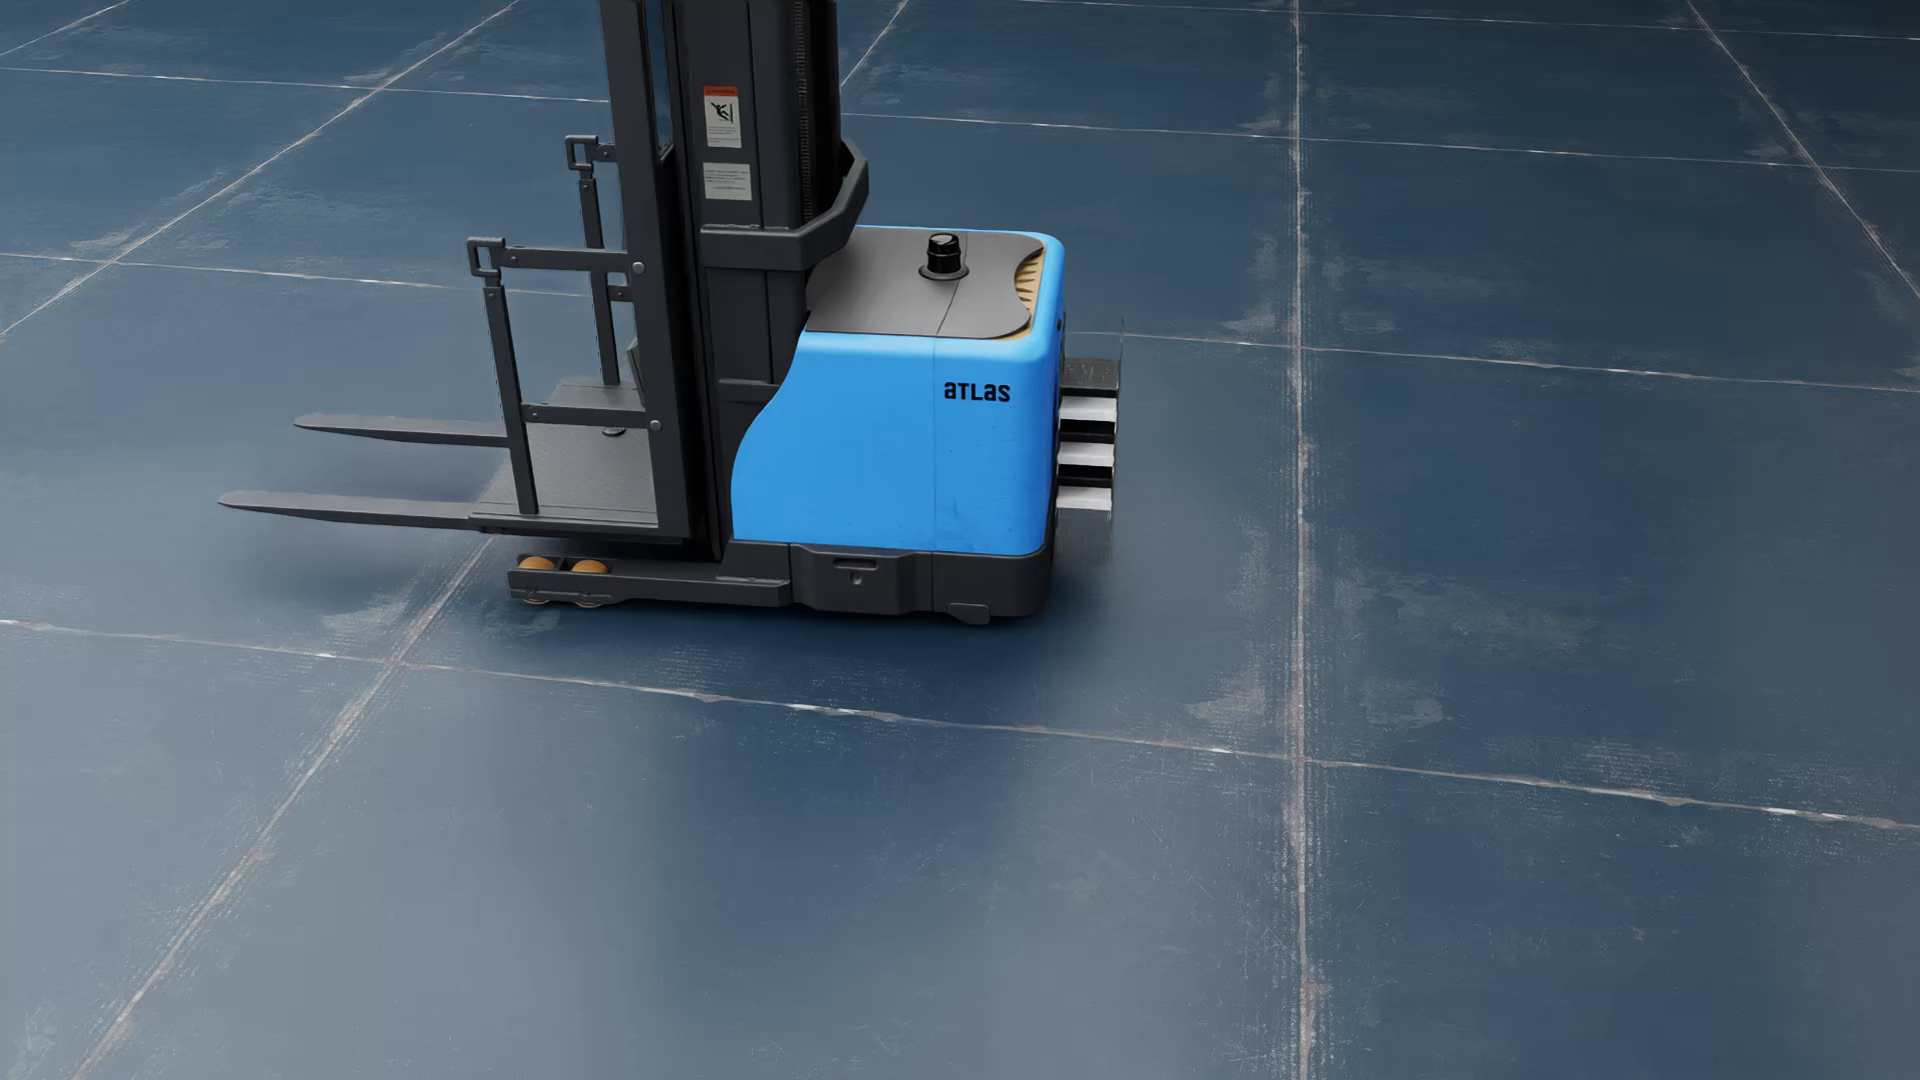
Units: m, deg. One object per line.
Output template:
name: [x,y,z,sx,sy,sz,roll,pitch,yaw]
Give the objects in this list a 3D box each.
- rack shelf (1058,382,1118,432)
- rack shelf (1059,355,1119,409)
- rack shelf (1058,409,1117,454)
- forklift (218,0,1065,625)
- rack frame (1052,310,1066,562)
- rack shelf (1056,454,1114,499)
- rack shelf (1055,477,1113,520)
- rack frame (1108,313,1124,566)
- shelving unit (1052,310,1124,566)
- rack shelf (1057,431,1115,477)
rack shelf: [0.458,-0.480,5.893,0.200,0.077,0.258,3,32,5]
rack shelf: [0.458,-0.557,5.845,0.200,0.077,0.258,3,32,5]
rack shelf: [0.458,-0.404,5.941,0.200,0.077,0.258,3,32,5]
forklift: [-1.163,-1.278,5.529,3.031,2.935,1.130,3,32,5]
rack frame: [0.357,-0.362,5.980,0.006,0.900,0.240,3,32,5]
rack shelf: [0.458,-0.252,6.036,0.200,0.077,0.258,3,32,5]
rack shelf: [0.458,-0.175,6.084,0.200,0.077,0.258,3,32,5]
rack frame: [0.559,-0.350,5.961,0.006,0.900,0.240,3,32,5]
shelving unit: [0.458,-0.356,5.971,0.210,0.900,0.258,3,32,5]
rack shelf: [0.458,-0.328,5.989,0.200,0.077,0.258,3,32,5]
